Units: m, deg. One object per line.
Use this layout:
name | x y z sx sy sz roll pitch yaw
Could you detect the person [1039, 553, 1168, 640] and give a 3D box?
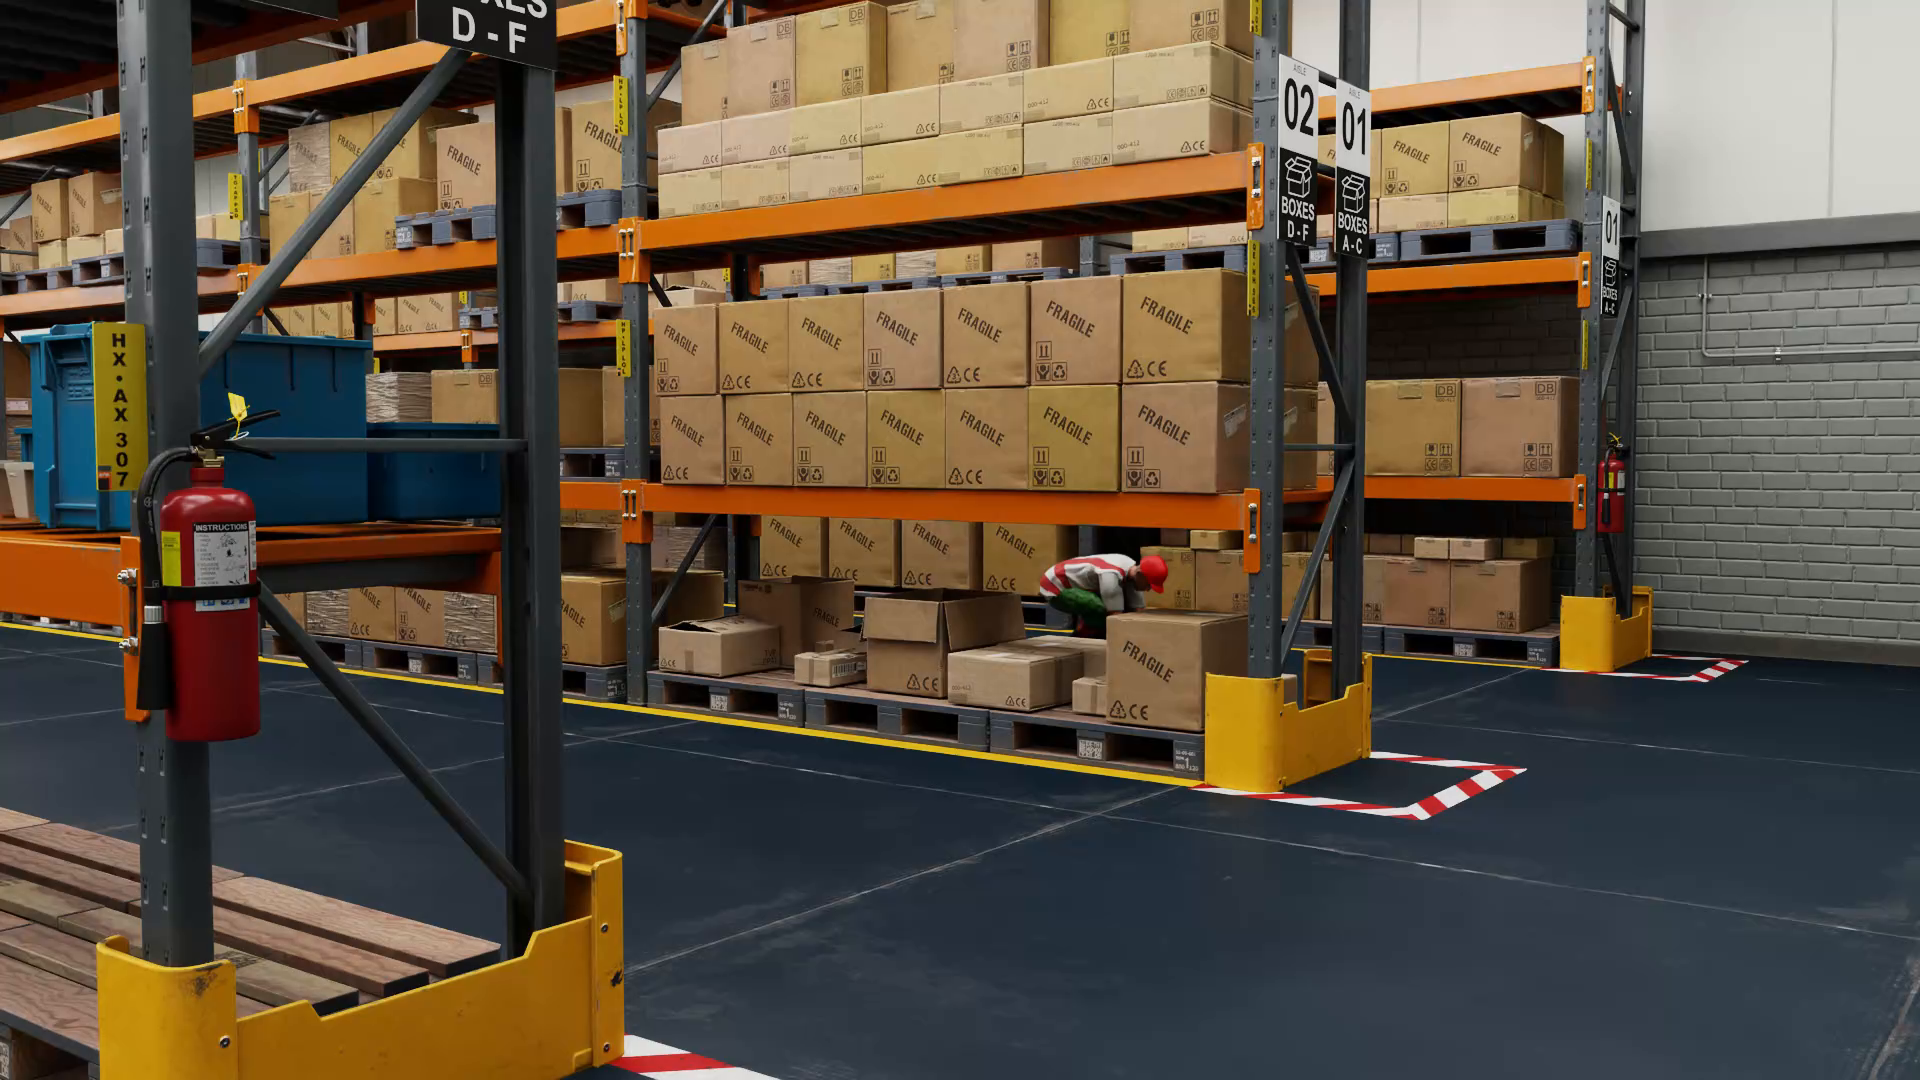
person | 1.028 0.491 11.785 0.950 0.796 0.521 2 4 35
